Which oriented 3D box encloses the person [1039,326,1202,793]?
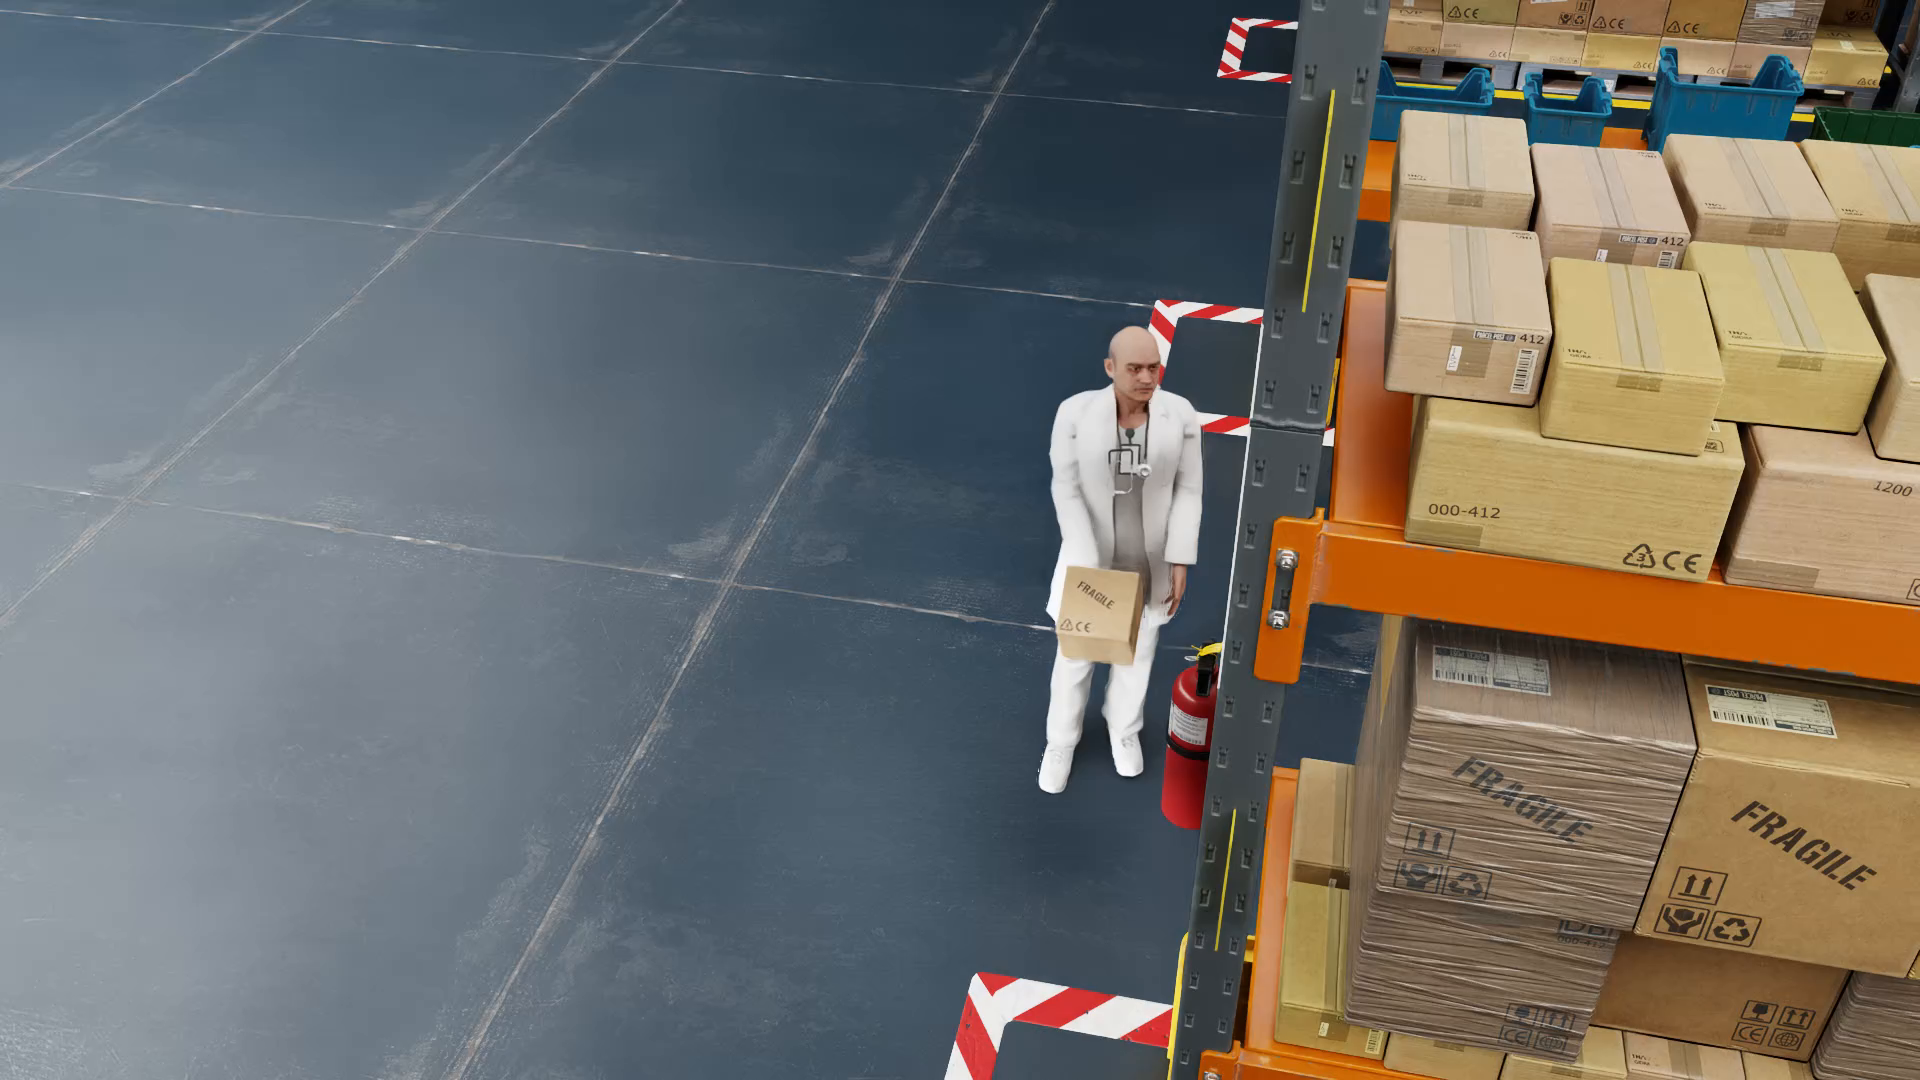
[{"bbox_3d":[0.577,0.101,6.013,0.594,1.781,0.511,-4,36,-5],"label":"person"}]
